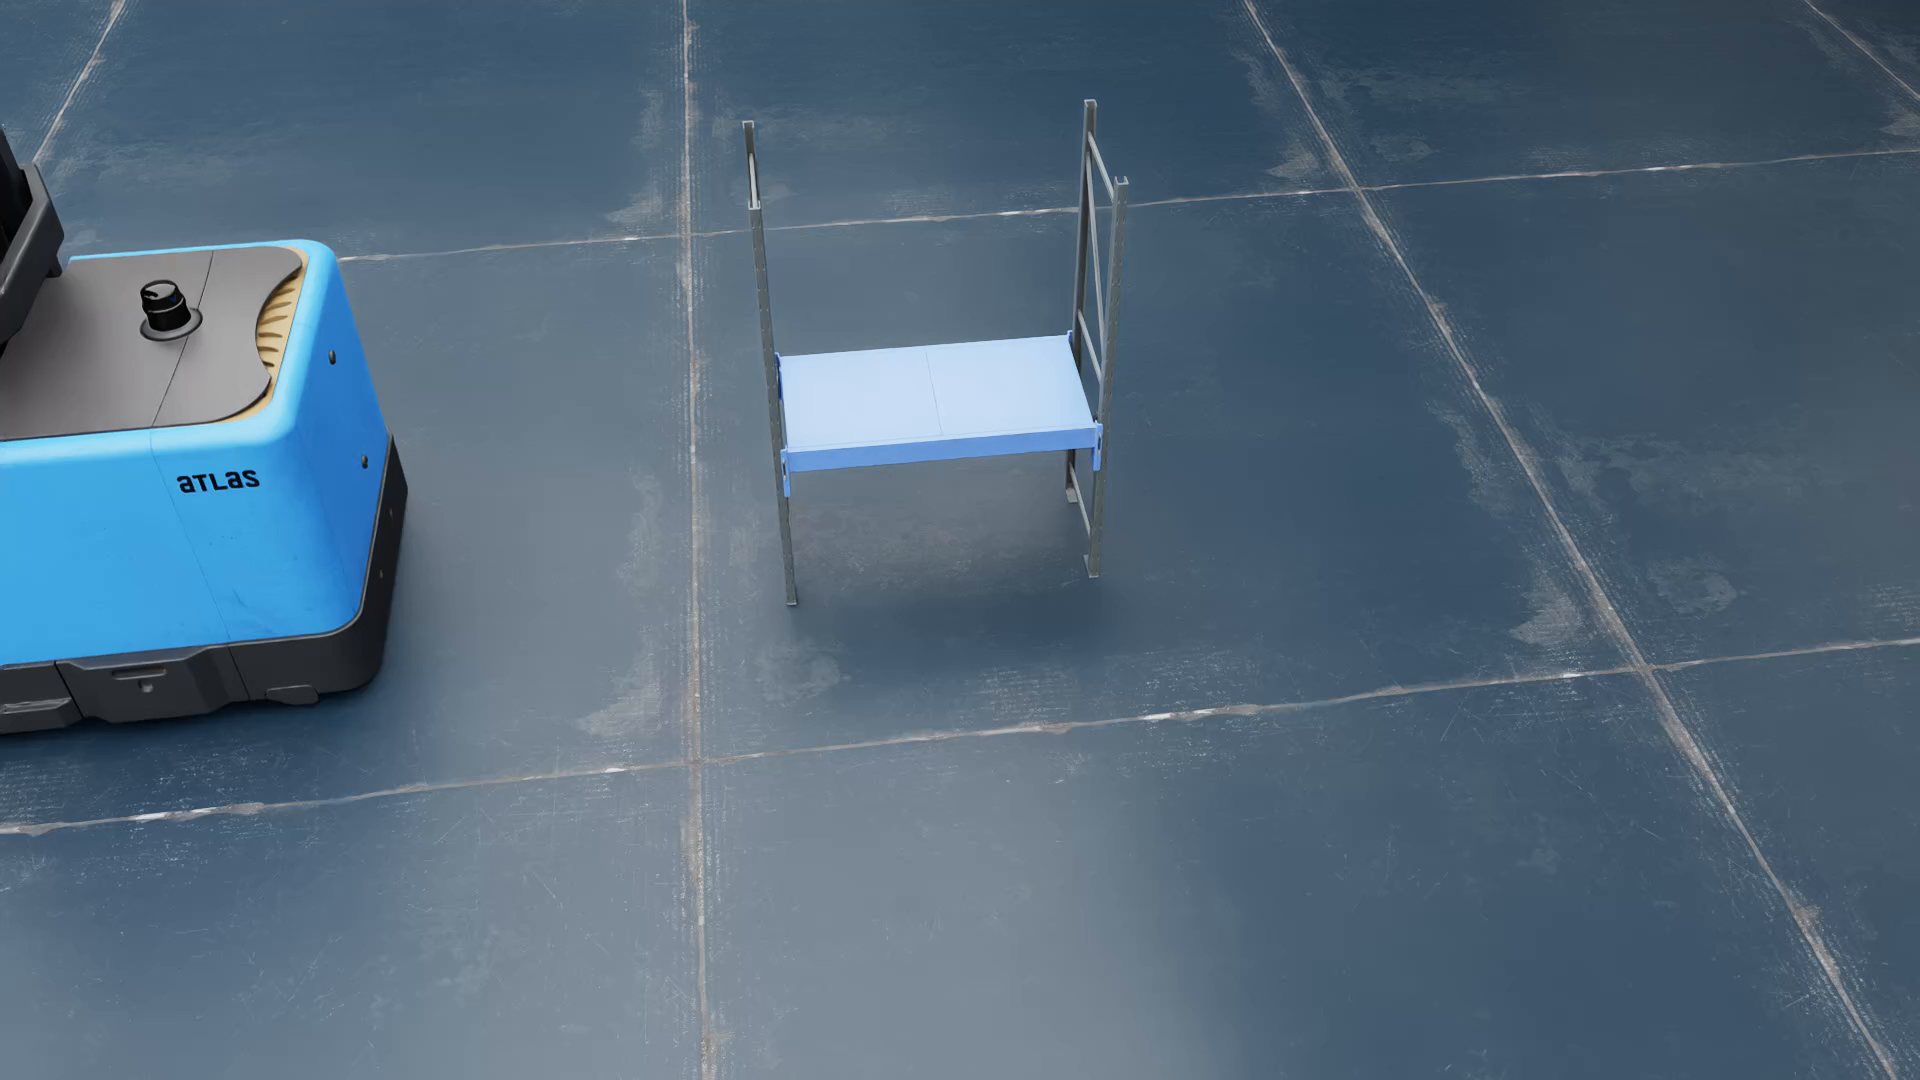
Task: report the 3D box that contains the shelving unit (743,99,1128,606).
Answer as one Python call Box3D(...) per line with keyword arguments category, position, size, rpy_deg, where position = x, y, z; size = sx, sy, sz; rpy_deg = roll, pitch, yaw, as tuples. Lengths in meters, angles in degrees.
Box3D(category="shelving unit", position=(-0.085, -0.549, 5.239), size=(1.048, 1.500, 0.538), rpy_deg=(-5, 42, -6))

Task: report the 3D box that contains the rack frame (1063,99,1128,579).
Box3D(category="rack frame", position=(0.419, -0.594, 5.288), size=(0.032, 1.500, 0.500), rpy_deg=(-5, 42, -6))

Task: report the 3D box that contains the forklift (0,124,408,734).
Box3D(category="forklift", position=(-3.374, -0.781, 4.427), size=(3.031, 2.935, 1.130), rpy_deg=(-6, 42, -6))

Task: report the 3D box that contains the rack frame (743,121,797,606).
Box3D(category="rack frame", position=(-0.589, -0.505, 5.190), size=(0.032, 1.500, 0.500), rpy_deg=(-5, 42, -6))

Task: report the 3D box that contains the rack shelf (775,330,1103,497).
Box3D(category="rack shelf", position=(-0.085, -0.416, 5.360), size=(1.000, 0.185, 0.538), rpy_deg=(-5, 42, -6))
